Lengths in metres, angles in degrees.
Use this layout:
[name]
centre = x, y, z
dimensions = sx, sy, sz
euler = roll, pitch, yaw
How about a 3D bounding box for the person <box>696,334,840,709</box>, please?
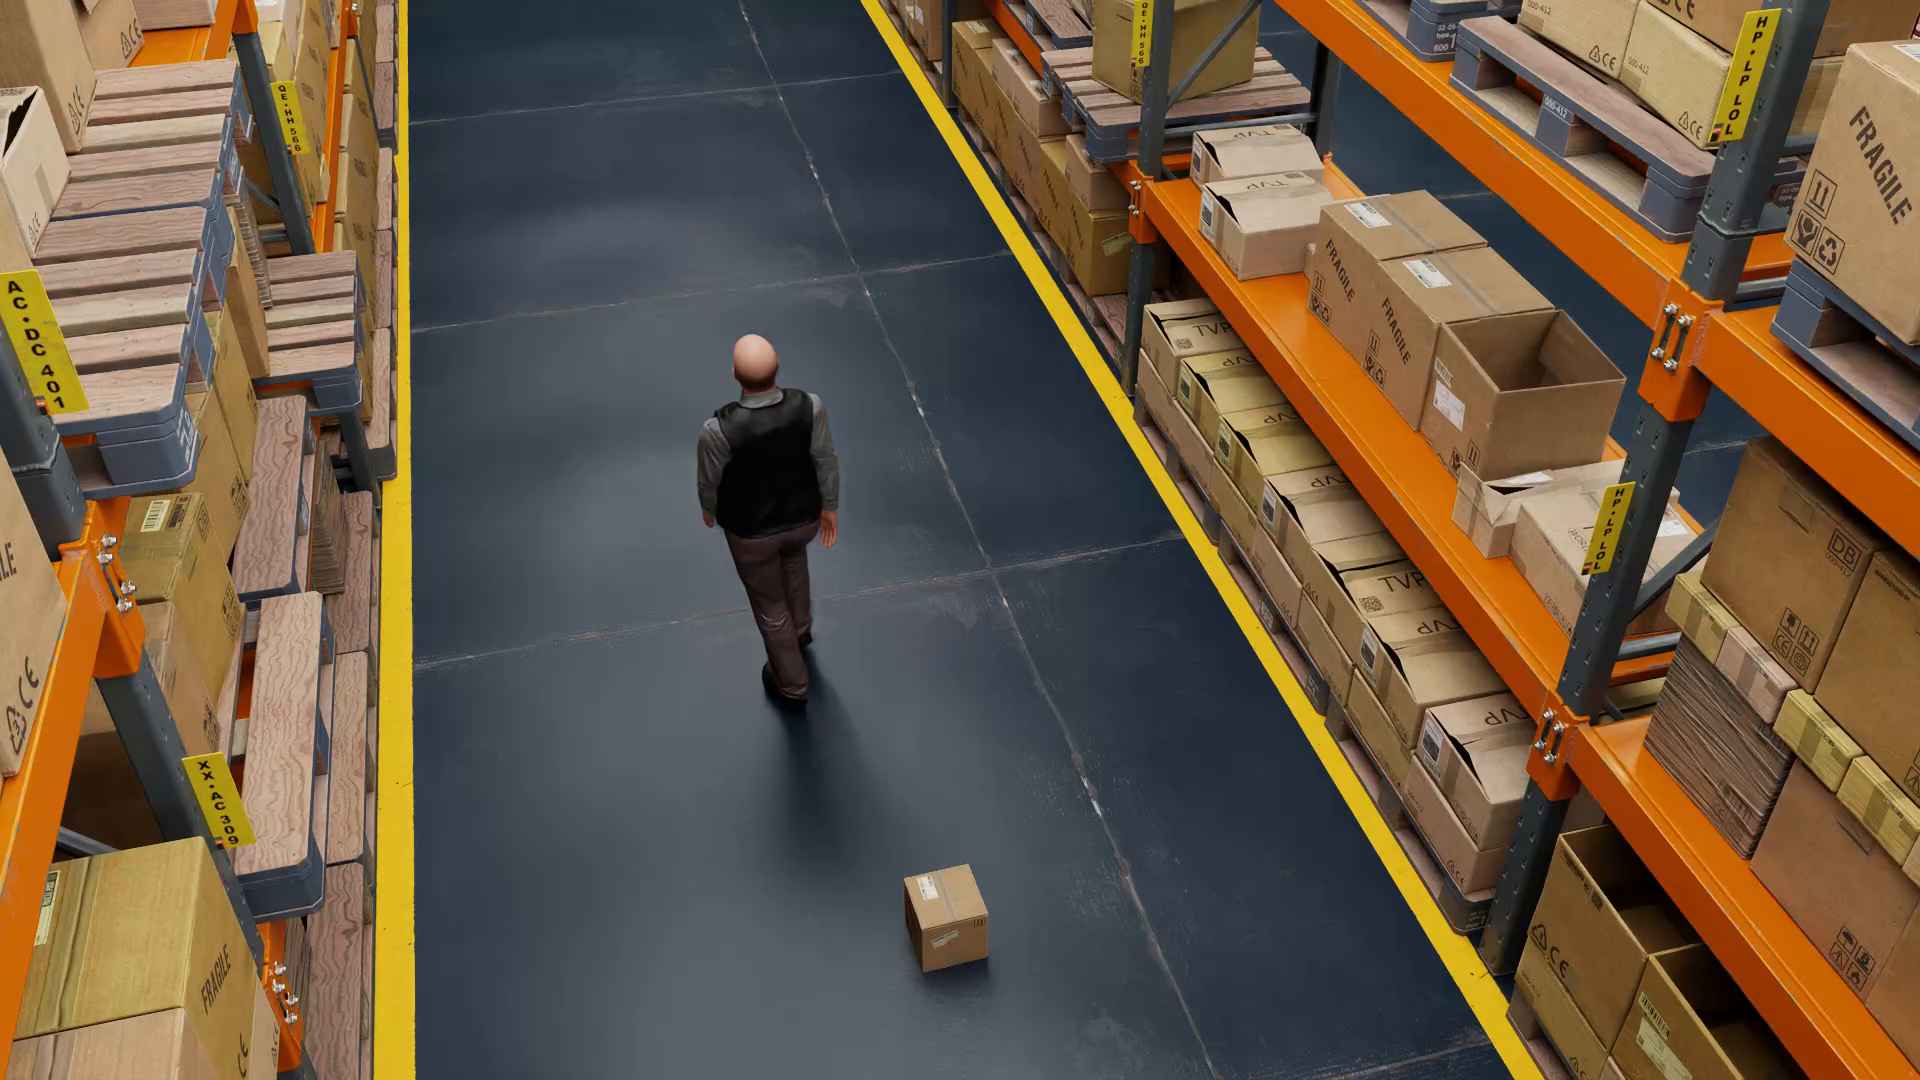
[person]
centre = -0.786, -0.070, 6.846
dimensions = 0.550, 1.783, 0.592
euler = -19, 42, -23
